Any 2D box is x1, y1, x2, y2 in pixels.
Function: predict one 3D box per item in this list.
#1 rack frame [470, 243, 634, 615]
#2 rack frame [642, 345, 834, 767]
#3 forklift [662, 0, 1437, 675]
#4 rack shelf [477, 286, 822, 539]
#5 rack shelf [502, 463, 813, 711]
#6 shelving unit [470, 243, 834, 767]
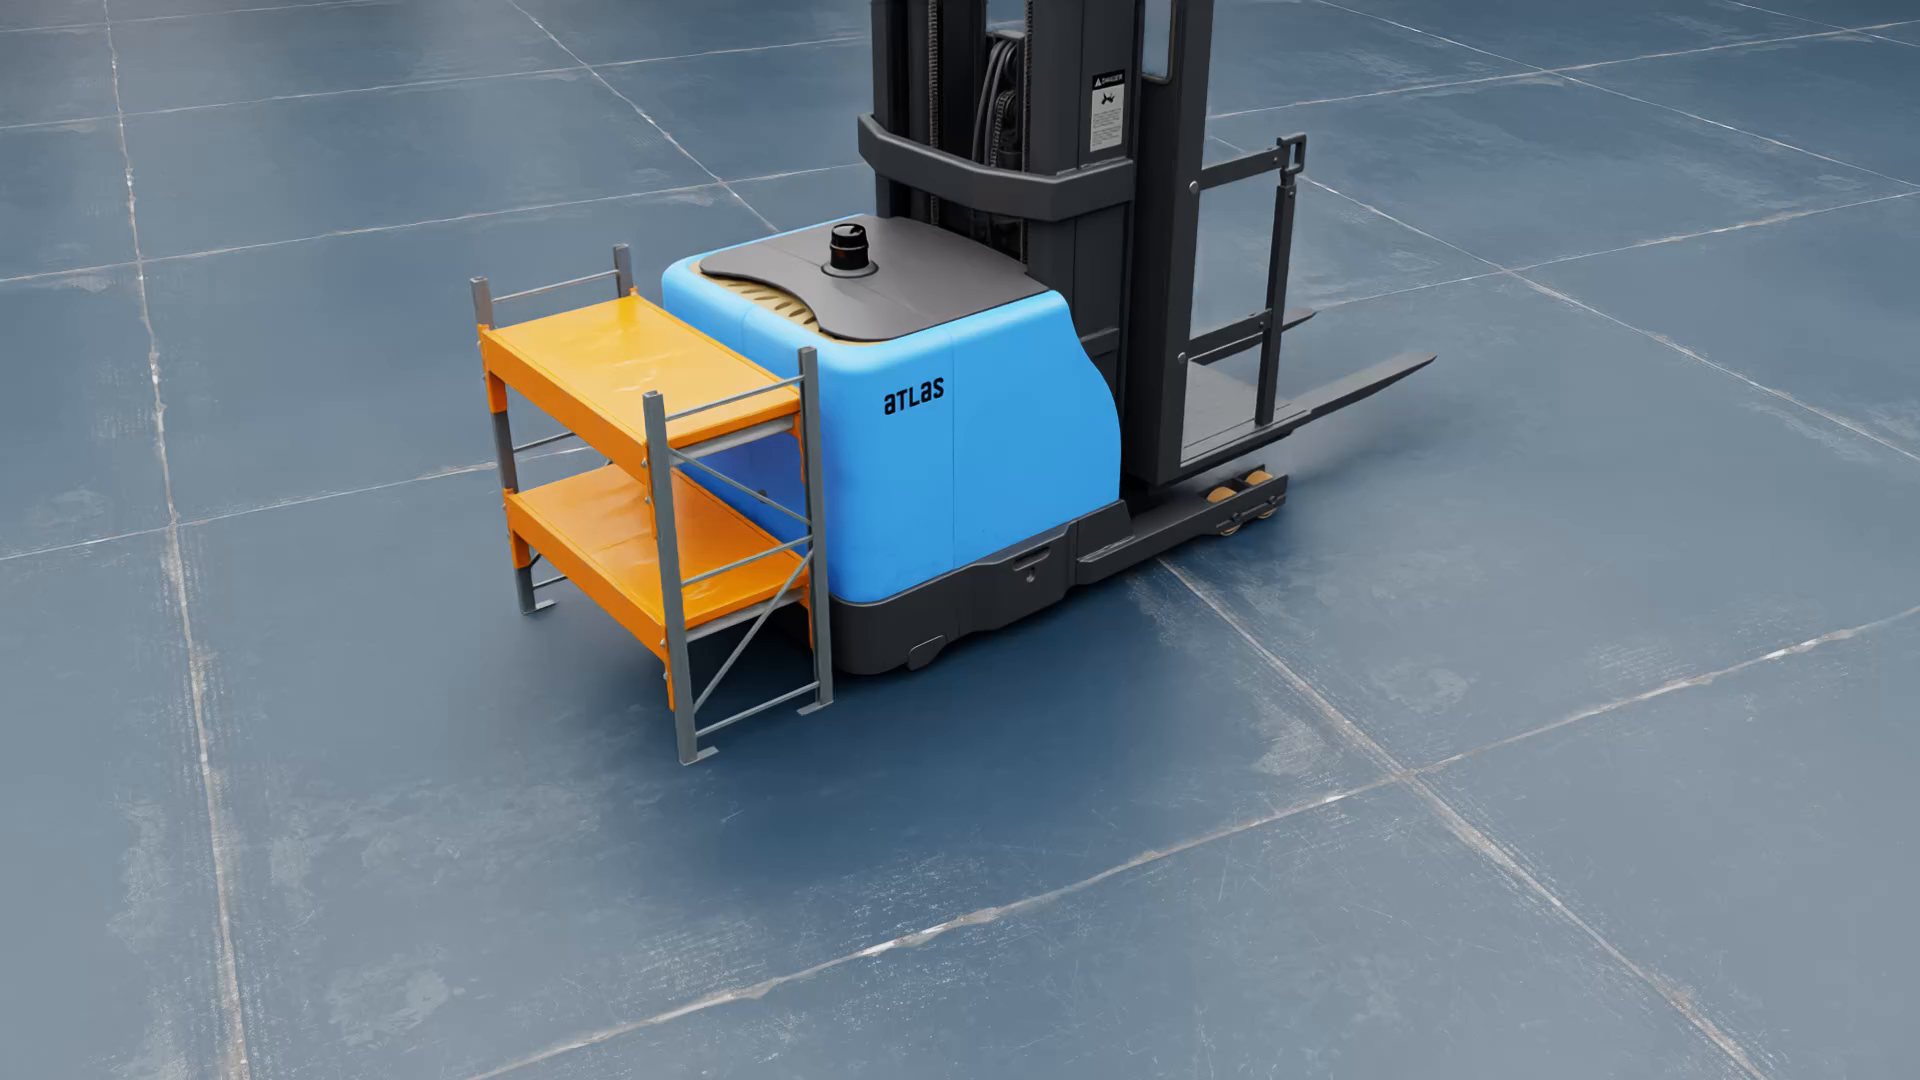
[{"bbox_3d":[-1.207,-0.331,5.190,0.500,1.125,0.032,-21,36,-33],"label":"rack frame"},{"bbox_3d":[-0.578,0.060,4.493,0.500,1.125,0.032,-21,36,-33],"label":"rack frame"},{"bbox_3d":[0.527,-1.470,5.374,3.031,2.935,1.130,-22,36,-34],"label":"forklift"},{"bbox_3d":[-0.893,-0.391,4.698,0.538,0.278,1.000,-21,36,-33],"label":"rack shelf"},{"bbox_3d":[-0.893,0.078,4.961,0.538,0.278,1.000,-21,36,-33],"label":"rack shelf"},{"bbox_3d":[-0.893,-0.135,4.841,0.538,1.125,1.048,-21,36,-33],"label":"shelving unit"}]
